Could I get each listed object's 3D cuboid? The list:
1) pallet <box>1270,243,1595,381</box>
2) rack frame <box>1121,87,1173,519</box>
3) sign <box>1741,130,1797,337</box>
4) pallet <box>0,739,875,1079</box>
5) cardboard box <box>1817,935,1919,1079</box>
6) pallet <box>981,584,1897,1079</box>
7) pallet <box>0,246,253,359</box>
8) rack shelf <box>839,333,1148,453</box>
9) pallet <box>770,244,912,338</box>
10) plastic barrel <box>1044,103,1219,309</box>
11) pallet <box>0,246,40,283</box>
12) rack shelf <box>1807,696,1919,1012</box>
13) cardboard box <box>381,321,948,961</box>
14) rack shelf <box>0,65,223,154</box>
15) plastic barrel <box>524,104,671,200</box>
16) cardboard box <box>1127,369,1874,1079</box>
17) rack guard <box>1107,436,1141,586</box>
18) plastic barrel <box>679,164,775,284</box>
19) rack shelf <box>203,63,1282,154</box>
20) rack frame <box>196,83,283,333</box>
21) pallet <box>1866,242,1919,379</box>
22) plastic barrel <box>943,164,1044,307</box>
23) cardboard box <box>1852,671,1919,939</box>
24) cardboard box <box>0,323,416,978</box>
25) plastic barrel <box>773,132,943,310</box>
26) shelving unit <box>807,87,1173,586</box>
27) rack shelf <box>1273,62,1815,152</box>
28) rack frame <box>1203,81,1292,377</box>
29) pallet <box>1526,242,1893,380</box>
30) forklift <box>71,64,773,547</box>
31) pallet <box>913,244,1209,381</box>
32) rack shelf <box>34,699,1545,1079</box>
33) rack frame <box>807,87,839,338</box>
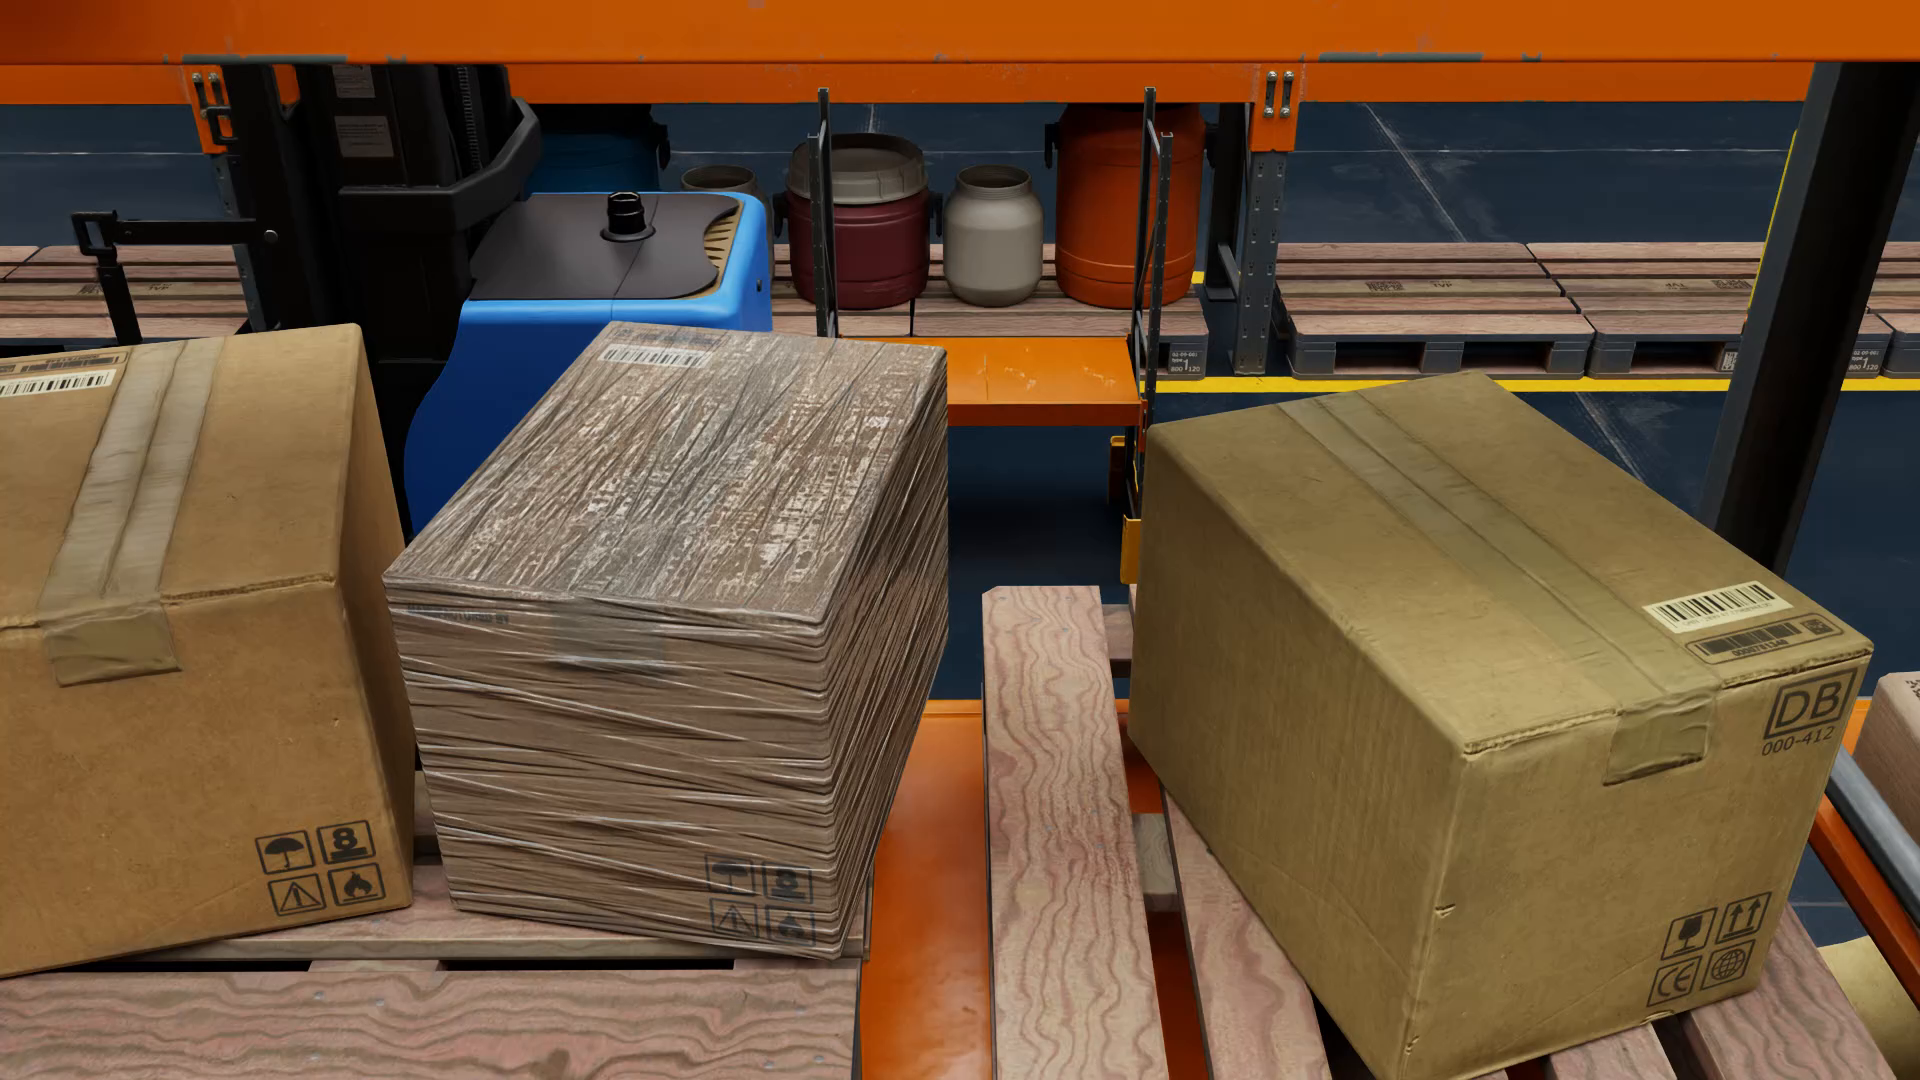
[{"bbox_3d":[1.967,-1.006,7.204,1.213,0.211,1.003,0,31,0],"label":"pallet"},{"bbox_3d":[0.594,-0.643,5.364,0.032,1.500,0.500,0,31,0],"label":"rack frame"},{"bbox_3d":[1.212,-0.429,2.450,0.005,0.325,0.100,0,31,0],"label":"sign"},{"bbox_3d":[-0.726,0.444,2.311,1.213,0.211,1.003,0,31,0],"label":"pallet"},{"bbox_3d":[1.741,0.980,2.948,0.500,0.311,0.500,1,31,1],"label":"cardboard box"},{"bbox_3d":[0.541,0.474,2.262,1.003,0.211,1.213,0,31,0],"label":"pallet"},{"bbox_3d":[-3.543,-0.989,7.176,1.213,0.211,1.003,0,31,0],"label":"pallet"},{"bbox_3d":[0.085,-0.488,5.455,1.000,0.185,0.538,0,31,0],"label":"rack shelf"},{"bbox_3d":[-0.813,-0.997,7.190,1.213,0.211,1.003,0,31,0],"label":"pallet"},{"bbox_3d":[0.703,-1.457,6.947,0.708,0.830,0.600,0,31,0],"label":"plastic barrel"},{"bbox_3d":[-4.766,-0.983,7.167,1.213,0.211,1.003,0,31,0],"label":"pallet"},{"bbox_3d":[3.218,0.655,2.472,4.000,0.370,1.077,0,31,0],"label":"rack shelf"},{"bbox_3d":[-0.327,0.096,2.200,0.500,0.500,0.700,6,32,9],"label":"cardboard box"},{"bbox_3d":[-4.808,-1.889,6.666,4.000,0.370,1.077,0,31,0],"label":"rack shelf"},{"bbox_3d":[-1.556,-1.481,6.917,0.708,0.901,0.600,0,31,0],"label":"plastic barrel"},{"bbox_3d":[0.589,0.192,2.041,0.500,0.500,0.700,-11,33,-17],"label":"cardboard box"},{"bbox_3d":[0.574,-0.109,5.688,0.087,0.250,0.587,0,31,0],"label":"rack guard"},{"bbox_3d":[-0.990,-1.270,6.944,0.421,0.512,0.421,0,31,0],"label":"plastic barrel"},{"bbox_3d":[-0.808,-1.902,6.687,4.000,0.370,1.077,0,31,0],"label":"rack shelf"},{"bbox_3d":[-2.808,-2.203,6.490,0.127,3.000,1.000,0,31,0],"label":"rack frame"},{"bbox_3d":[4.407,-1.014,7.217,1.213,0.211,1.003,0,31,0],"label":"pallet"},{"bbox_3d":[0.139,-1.273,6.950,0.421,0.512,0.421,0,31,0],"label":"plastic barrel"},{"bbox_3d":[1.582,0.413,2.263,0.500,0.311,0.500,2,31,3],"label":"cardboard box"},{"bbox_3d":[-1.015,0.106,2.182,0.500,0.500,0.700,-8,32,-13],"label":"cardboard box"},{"bbox_3d":[-0.426,-1.350,7.004,0.708,0.588,0.600,0,31,0],"label":"plastic barrel"},{"bbox_3d":[0.076,-0.641,5.361,1.083,1.500,0.587,0,31,0],"label":"shelving unit"},{"bbox_3d":[3.192,-1.915,6.707,4.000,0.370,1.077,0,31,0],"label":"rack shelf"},{"bbox_3d":[1.192,-2.216,6.510,0.127,3.000,1.000,0,31,0],"label":"rack frame"},{"bbox_3d":[3.184,-1.008,7.208,1.213,0.211,1.003,0,31,0],"label":"pallet"},{"bbox_3d":[-2.155,-1.264,5.008,3.031,2.935,1.130,0,31,0],"label":"forklift"},{"bbox_3d":[0.404,-1.000,7.194,1.213,0.211,1.003,0,31,0],"label":"pallet"},{"bbox_3d":[-0.782,0.667,2.452,4.000,0.370,1.077,0,31,0],"label":"rack shelf"},{"bbox_3d":[-0.423,-0.640,5.359,0.032,1.500,0.500,0,31,0],"label":"rack frame"}]
